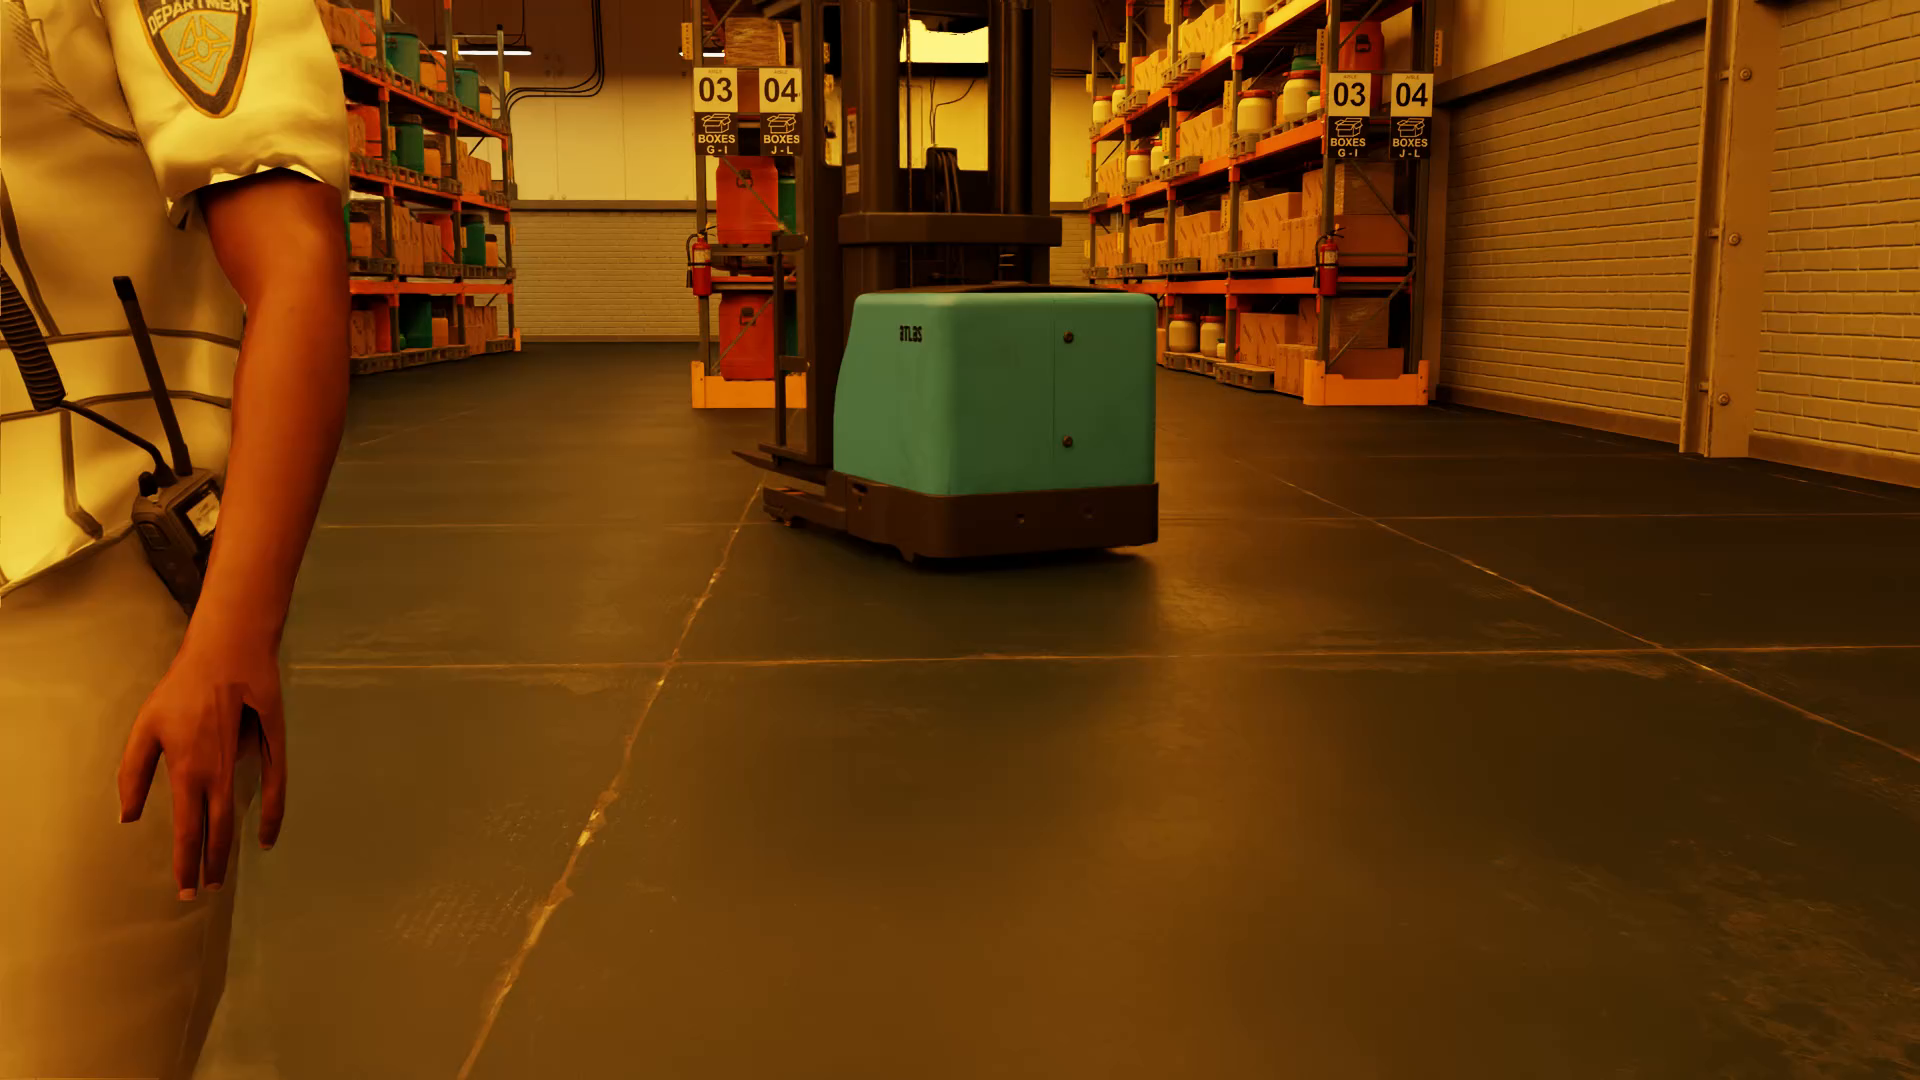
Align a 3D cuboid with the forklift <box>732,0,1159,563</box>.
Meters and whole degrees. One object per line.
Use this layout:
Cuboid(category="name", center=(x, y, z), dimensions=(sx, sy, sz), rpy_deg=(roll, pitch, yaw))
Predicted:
Cuboid(category="forklift", center=(-0.285, -1.537, 7.682), dimensions=(1.130, 2.935, 3.031), rpy_deg=(-4, 9, -25))
